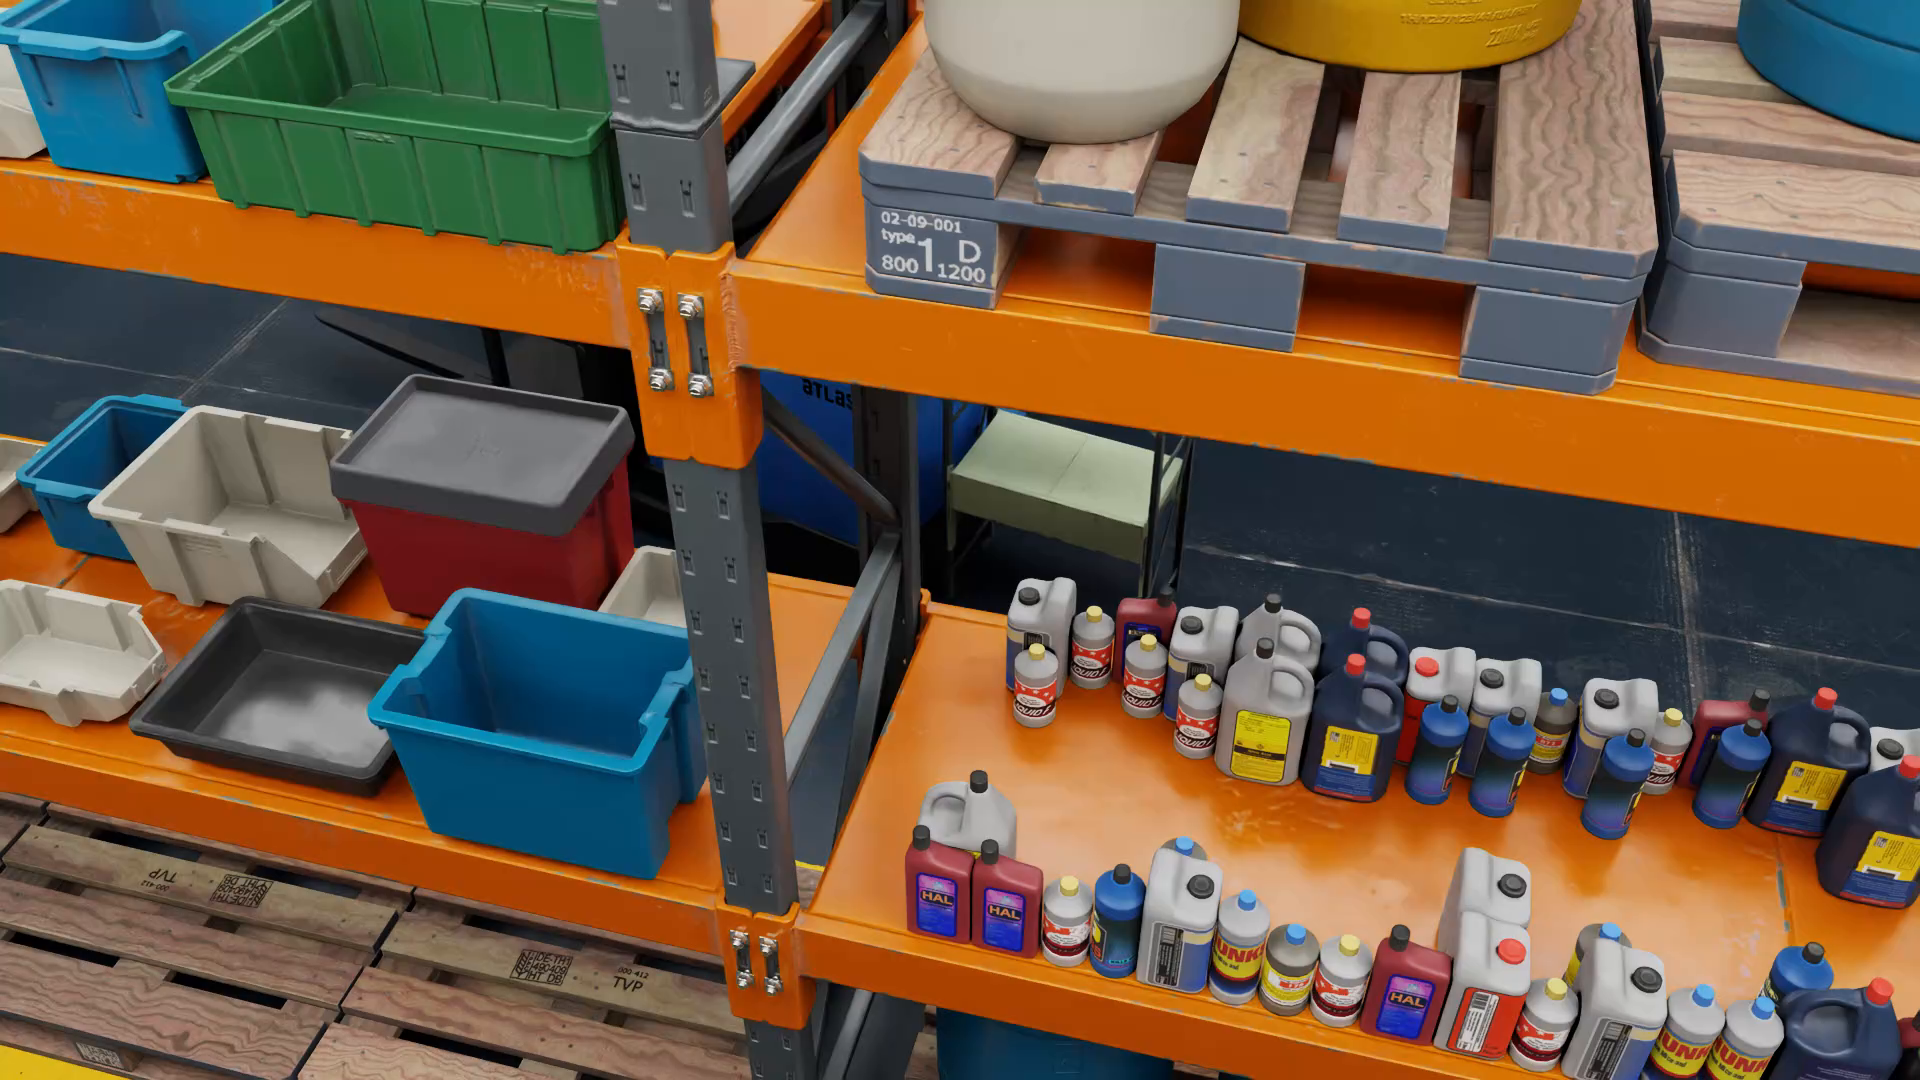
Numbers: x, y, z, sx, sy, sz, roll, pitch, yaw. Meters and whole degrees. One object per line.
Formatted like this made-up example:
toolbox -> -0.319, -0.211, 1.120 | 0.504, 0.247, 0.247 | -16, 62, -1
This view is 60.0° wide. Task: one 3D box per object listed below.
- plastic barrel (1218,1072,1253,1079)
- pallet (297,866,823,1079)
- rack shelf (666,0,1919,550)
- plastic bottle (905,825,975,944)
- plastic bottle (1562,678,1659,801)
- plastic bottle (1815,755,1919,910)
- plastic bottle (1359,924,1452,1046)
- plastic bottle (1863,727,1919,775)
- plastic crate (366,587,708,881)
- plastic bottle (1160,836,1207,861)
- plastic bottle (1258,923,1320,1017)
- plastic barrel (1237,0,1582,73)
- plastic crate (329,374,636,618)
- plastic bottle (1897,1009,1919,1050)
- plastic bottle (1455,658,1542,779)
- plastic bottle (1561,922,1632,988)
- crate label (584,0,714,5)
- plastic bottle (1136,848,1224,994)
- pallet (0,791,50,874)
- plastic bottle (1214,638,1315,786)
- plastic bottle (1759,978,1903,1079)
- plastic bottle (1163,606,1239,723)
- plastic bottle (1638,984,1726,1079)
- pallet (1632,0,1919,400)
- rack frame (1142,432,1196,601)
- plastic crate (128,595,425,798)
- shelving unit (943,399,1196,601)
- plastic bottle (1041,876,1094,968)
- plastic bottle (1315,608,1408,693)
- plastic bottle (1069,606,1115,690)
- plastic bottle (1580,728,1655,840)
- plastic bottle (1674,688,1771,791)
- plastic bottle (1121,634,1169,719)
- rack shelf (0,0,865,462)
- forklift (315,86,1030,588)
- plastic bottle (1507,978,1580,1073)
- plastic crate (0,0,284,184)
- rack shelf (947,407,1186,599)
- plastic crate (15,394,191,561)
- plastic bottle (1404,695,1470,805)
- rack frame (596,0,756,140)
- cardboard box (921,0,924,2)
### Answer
plastic barrel -> 0.923, 1.155, 3.848 | 0.708, 0.901, 0.600 | 10, 41, 11
pallet -> -1.002, 1.263, 4.582 | 1.213, 0.211, 1.003 | 10, 41, 11
rack shelf -> 1.650, -0.248, 2.439 | 4.000, 0.370, 1.077 | 10, 41, 11
plastic bottle -> -0.038, 0.664, 3.218 | 0.133, 0.283, 0.061 | 10, 41, 11
plastic bottle -> 1.377, 0.411, 3.525 | 0.135, 0.276, 0.152 | 10, 41, 11
plastic bottle -> 1.846, 0.562, 3.287 | 0.185, 0.351, 0.144 | 10, 41, 11
plastic bottle -> 0.820, 0.811, 3.042 | 0.133, 0.283, 0.061 | 10, 41, 11
plastic bottle -> 1.908, 0.502, 3.416 | 0.135, 0.276, 0.152 | 10, 41, 11
plastic crate -> -0.821, 0.411, 3.395 | 0.575, 0.384, 0.392 | 10, 41, 11
plastic bottle -> 0.435, 0.663, 3.283 | 0.097, 0.201, 0.097 | 0, 40, 0
plastic bottle -> 0.619, 0.796, 3.124 | 0.097, 0.201, 0.097 | 0, 40, 0
plastic barrel -> 0.652, -1.063, 2.378 | 0.600, 0.588, 0.600 | 0, 40, 0
plastic crate -> -1.079, -0.059, 3.891 | 0.583, 0.464, 0.402 | 10, 41, 11
plastic bottle -> 1.685, 0.920, 2.913 | 0.133, 0.283, 0.061 | 10, 41, 11
plastic bottle -> 1.153, 0.372, 3.571 | 0.135, 0.276, 0.152 | 10, 41, 11
plastic bottle -> 1.200, 0.795, 3.126 | 0.097, 0.201, 0.097 | 0, 40, 0
crate label -> -0.680, -1.015, 2.999 | 0.466, 0.136, 0.293 | 10, 41, 11
plastic bottle -> 0.420, 0.715, 3.163 | 0.135, 0.276, 0.152 | 10, 41, 11
pallet -> -3.359, 0.857, 5.065 | 1.213, 0.211, 1.003 | 10, 41, 11
plastic bottle -> 0.653, 0.351, 3.538 | 0.185, 0.351, 0.144 | 10, 41, 11
plastic bottle -> 1.527, 0.880, 2.909 | 0.185, 0.351, 0.144 | 10, 41, 11
plastic bottle -> 0.535, 0.266, 3.697 | 0.135, 0.276, 0.152 | 10, 41, 11
plastic bottle -> 1.290, 0.885, 2.964 | 0.097, 0.271, 0.097 | 0, 40, 0
pallet -> 1.597, -0.527, 2.359 | 1.213, 0.211, 1.003 | 10, 41, 11
rack frame -> 0.700, -0.279, 5.416 | 0.023, 1.500, 0.400 | 17, 43, 19
plastic crate -> -1.433, 0.356, 3.661 | 0.590, 0.125, 0.437 | 10, 41, 11
shelving unit -> 0.369, -0.379, 5.535 | 0.755, 1.500, 0.431 | 17, 43, 19
plastic bottle -> 0.207, 0.725, 3.209 | 0.097, 0.201, 0.097 | 0, 40, 0
plastic bottle -> 0.869, 0.292, 3.608 | 0.185, 0.351, 0.144 | 10, 41, 11
plastic bottle -> 0.302, 0.236, 3.791 | 0.097, 0.201, 0.097 | 0, 40, 0
plastic bottle -> 1.362, 0.493, 3.430 | 0.097, 0.271, 0.097 | 0, 40, 0
plastic bottle -> 1.612, 0.418, 3.511 | 0.133, 0.283, 0.061 | 10, 41, 11
plastic bottle -> 0.415, 0.296, 3.720 | 0.097, 0.201, 0.097 | 0, 40, 0
rack shelf -> -2.214, -0.913, 3.231 | 4.000, 0.370, 1.077 | 10, 41, 11
forklift -> -1.264, -1.594, 5.868 | 3.031, 2.935, 1.130 | 21, 44, 23
plastic bottle -> 1.066, 0.873, 3.033 | 0.097, 0.201, 0.097 | 0, 40, 0
plastic crate -> -1.244, -0.744, 2.602 | 0.300, 0.233, 0.416 | 10, 41, 11
rack shelf -> 0.369, -0.129, 5.745 | 0.720, 0.370, 0.431 | 17, 43, 19
plastic crate -> -2.096, -0.149, 4.178 | 0.300, 0.233, 0.416 | 10, 41, 11
plastic bottle -> 1.008, 0.432, 3.503 | 0.097, 0.271, 0.097 | 0, 40, 0
rack frame -> -0.282, -2.004, 1.639 | 0.127, 3.000, 1.000 | 10, 41, 11
cardboard box -> -0.488, -2.440, 8.149 | 0.875, 0.875, 0.875 | 10, 41, 11
